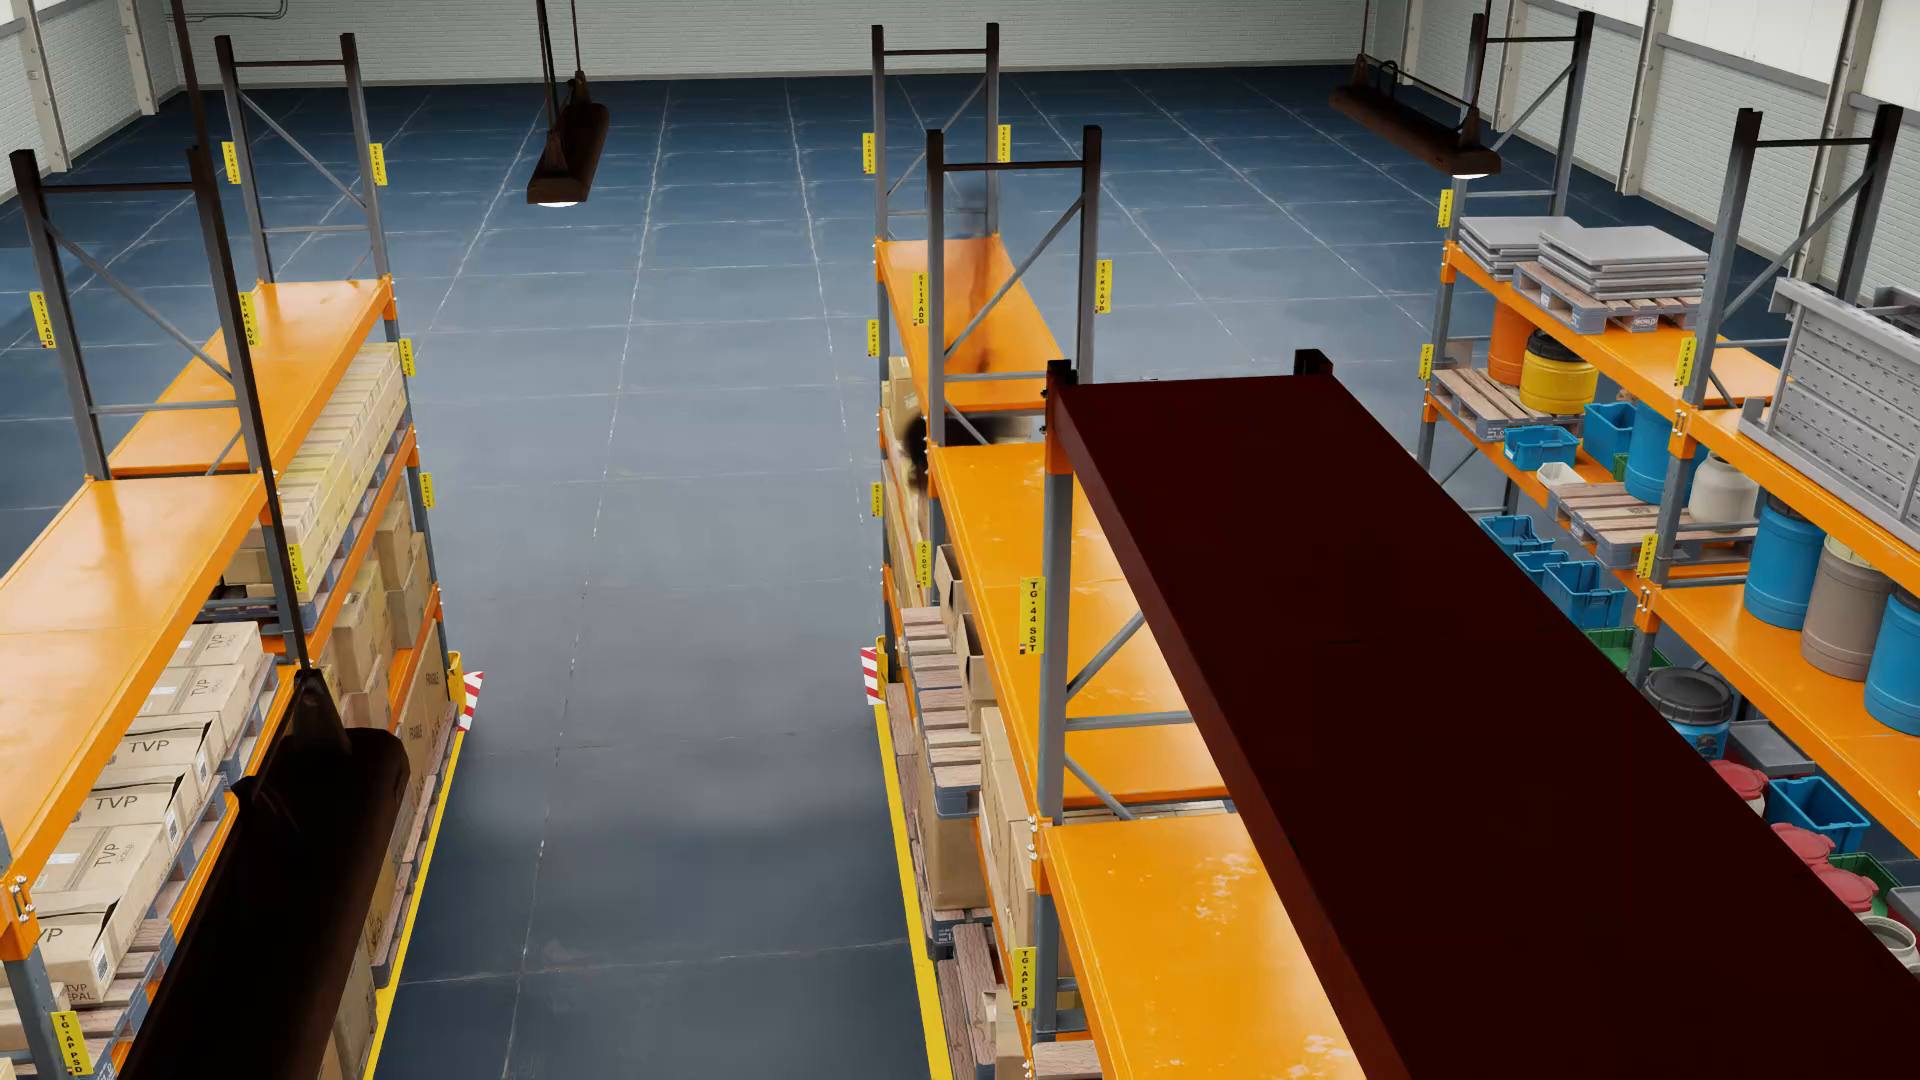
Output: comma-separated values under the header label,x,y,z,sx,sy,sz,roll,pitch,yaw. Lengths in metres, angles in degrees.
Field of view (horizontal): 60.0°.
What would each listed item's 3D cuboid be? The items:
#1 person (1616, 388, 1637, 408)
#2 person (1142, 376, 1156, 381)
label,x,y,z,sx,sy,sz,roll,pitch,yaw
person,7.363,-0.869,18.348,1.026,1.751,0.685,6,26,13
person,2.154,-1.060,18.787,0.742,1.630,0.645,11,28,22
